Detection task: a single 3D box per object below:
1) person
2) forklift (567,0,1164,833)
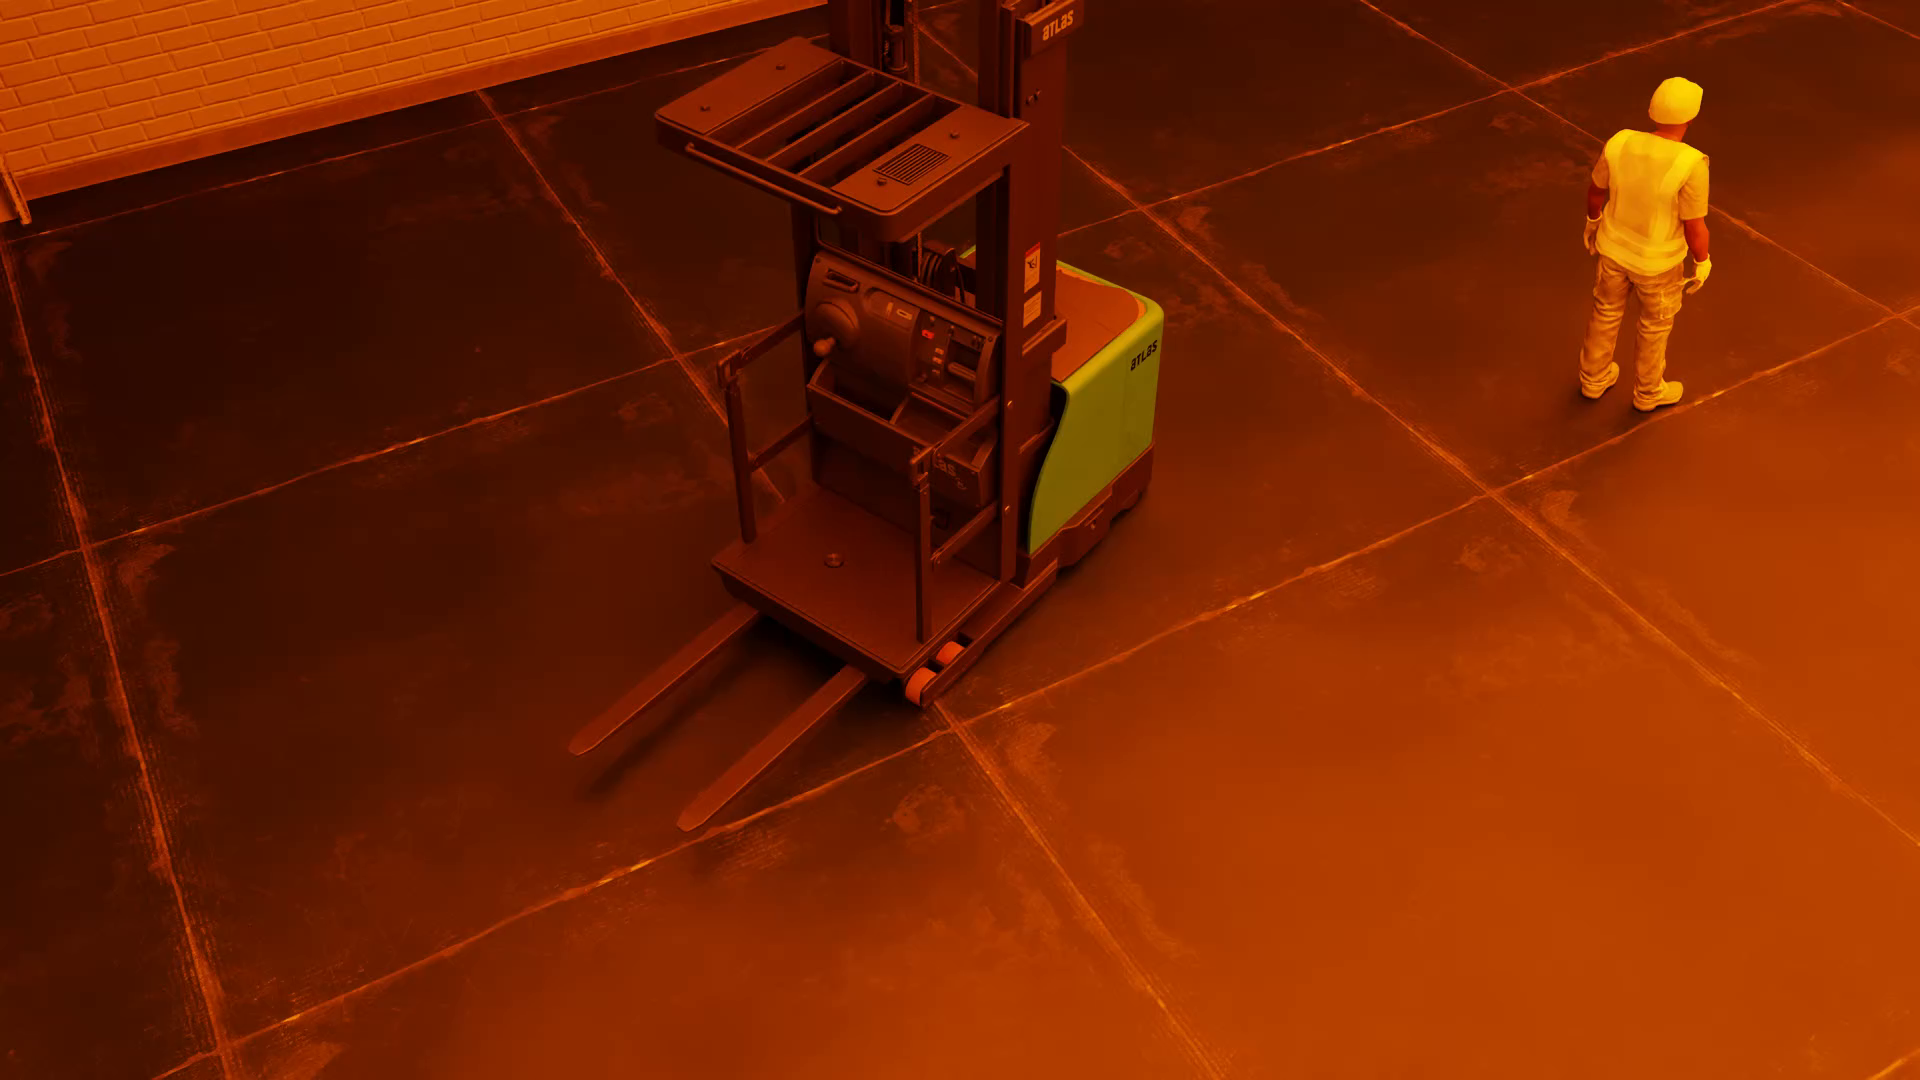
[{"bbox_3d":[3.360,-1.442,8.086,0.577,1.781,0.656,-29,50,-28],"label":"person"},{"bbox_3d":[-0.375,-0.749,6.505,1.130,2.935,3.031,28,50,27],"label":"forklift"}]
